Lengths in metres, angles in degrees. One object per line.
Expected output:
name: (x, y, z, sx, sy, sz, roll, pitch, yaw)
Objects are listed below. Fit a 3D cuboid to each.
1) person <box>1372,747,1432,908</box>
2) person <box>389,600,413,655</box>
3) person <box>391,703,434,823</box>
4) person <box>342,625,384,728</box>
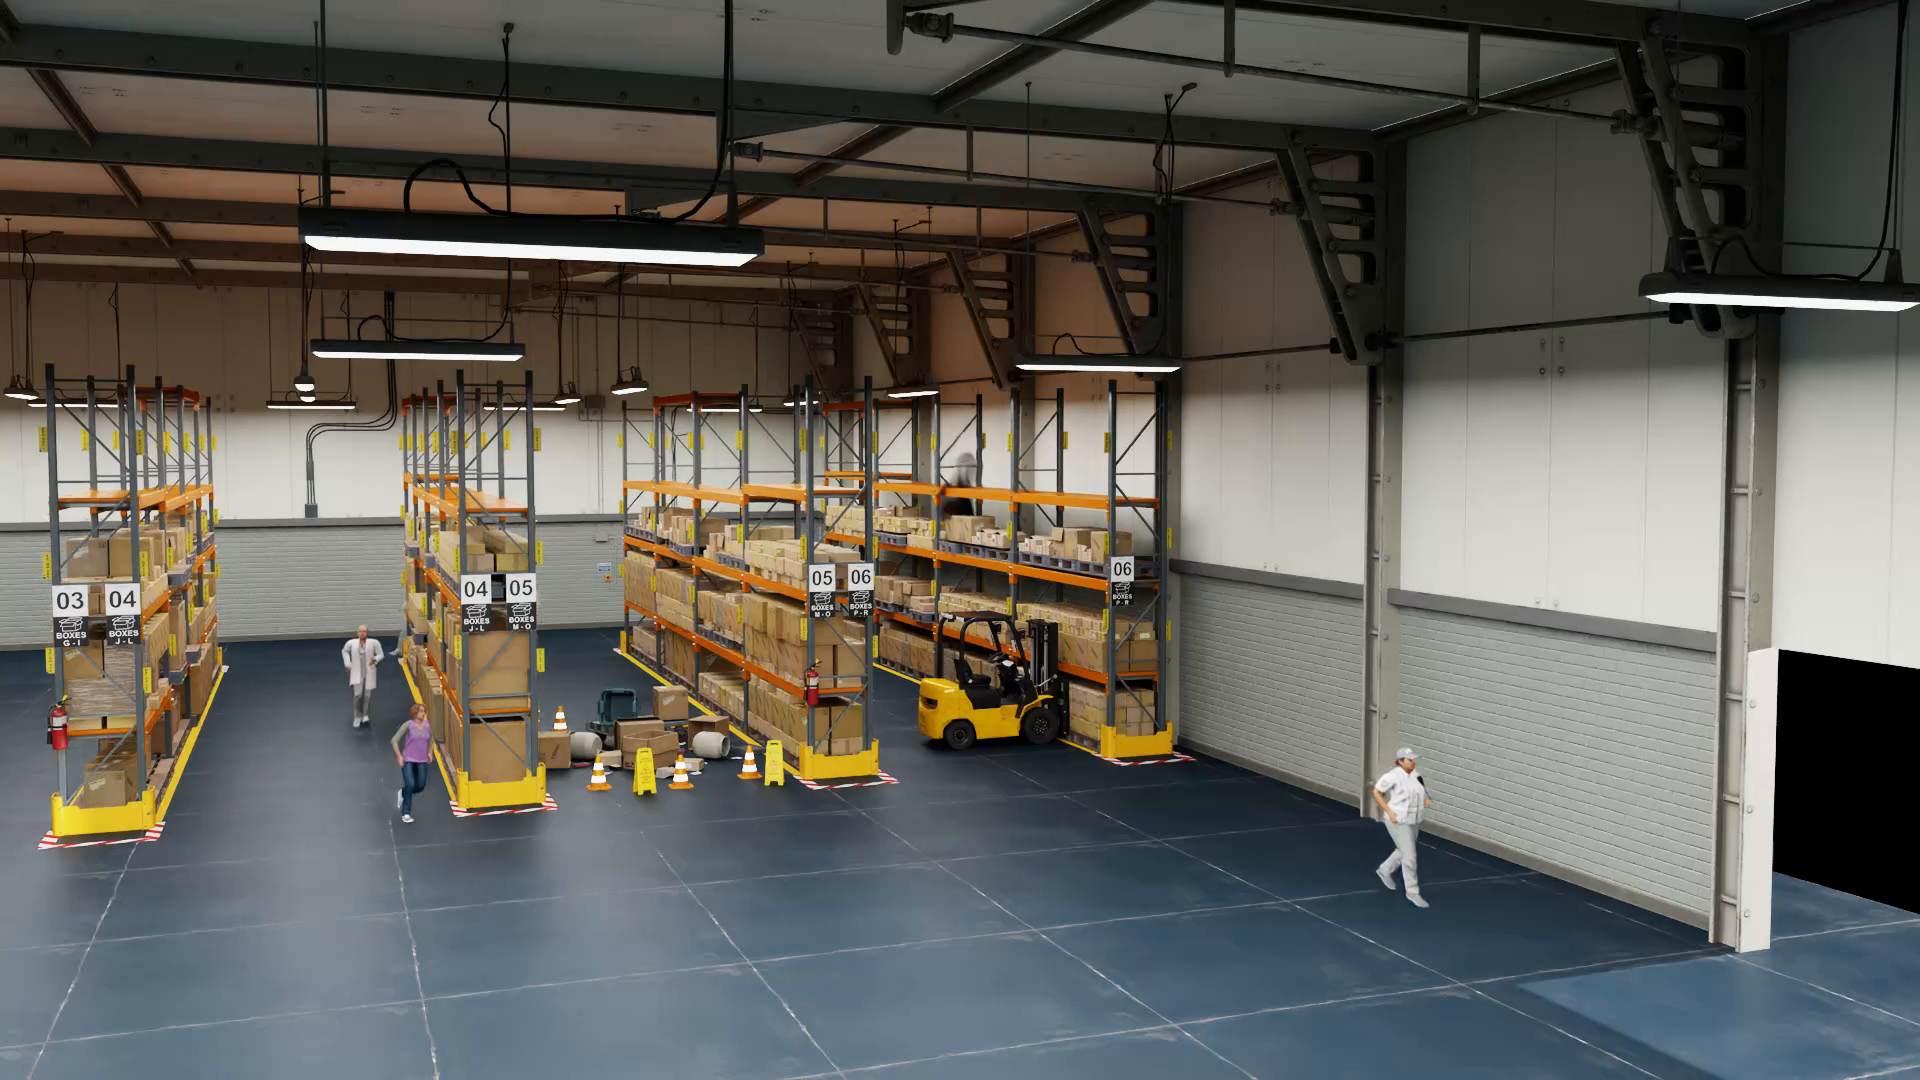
person: (4.857, 3.107, 18.224, 0.602, 1.687, 0.793, -3, 4, -37)
person: (-12.925, 1.870, 39.003, 0.926, 1.643, 0.662, -2, 4, -24)
person: (-7.273, 2.951, 22.126, 0.587, 1.520, 0.572, -3, 5, -43)
person: (-10.529, 2.416, 29.373, 0.693, 1.823, 0.808, -1, 4, -23)
